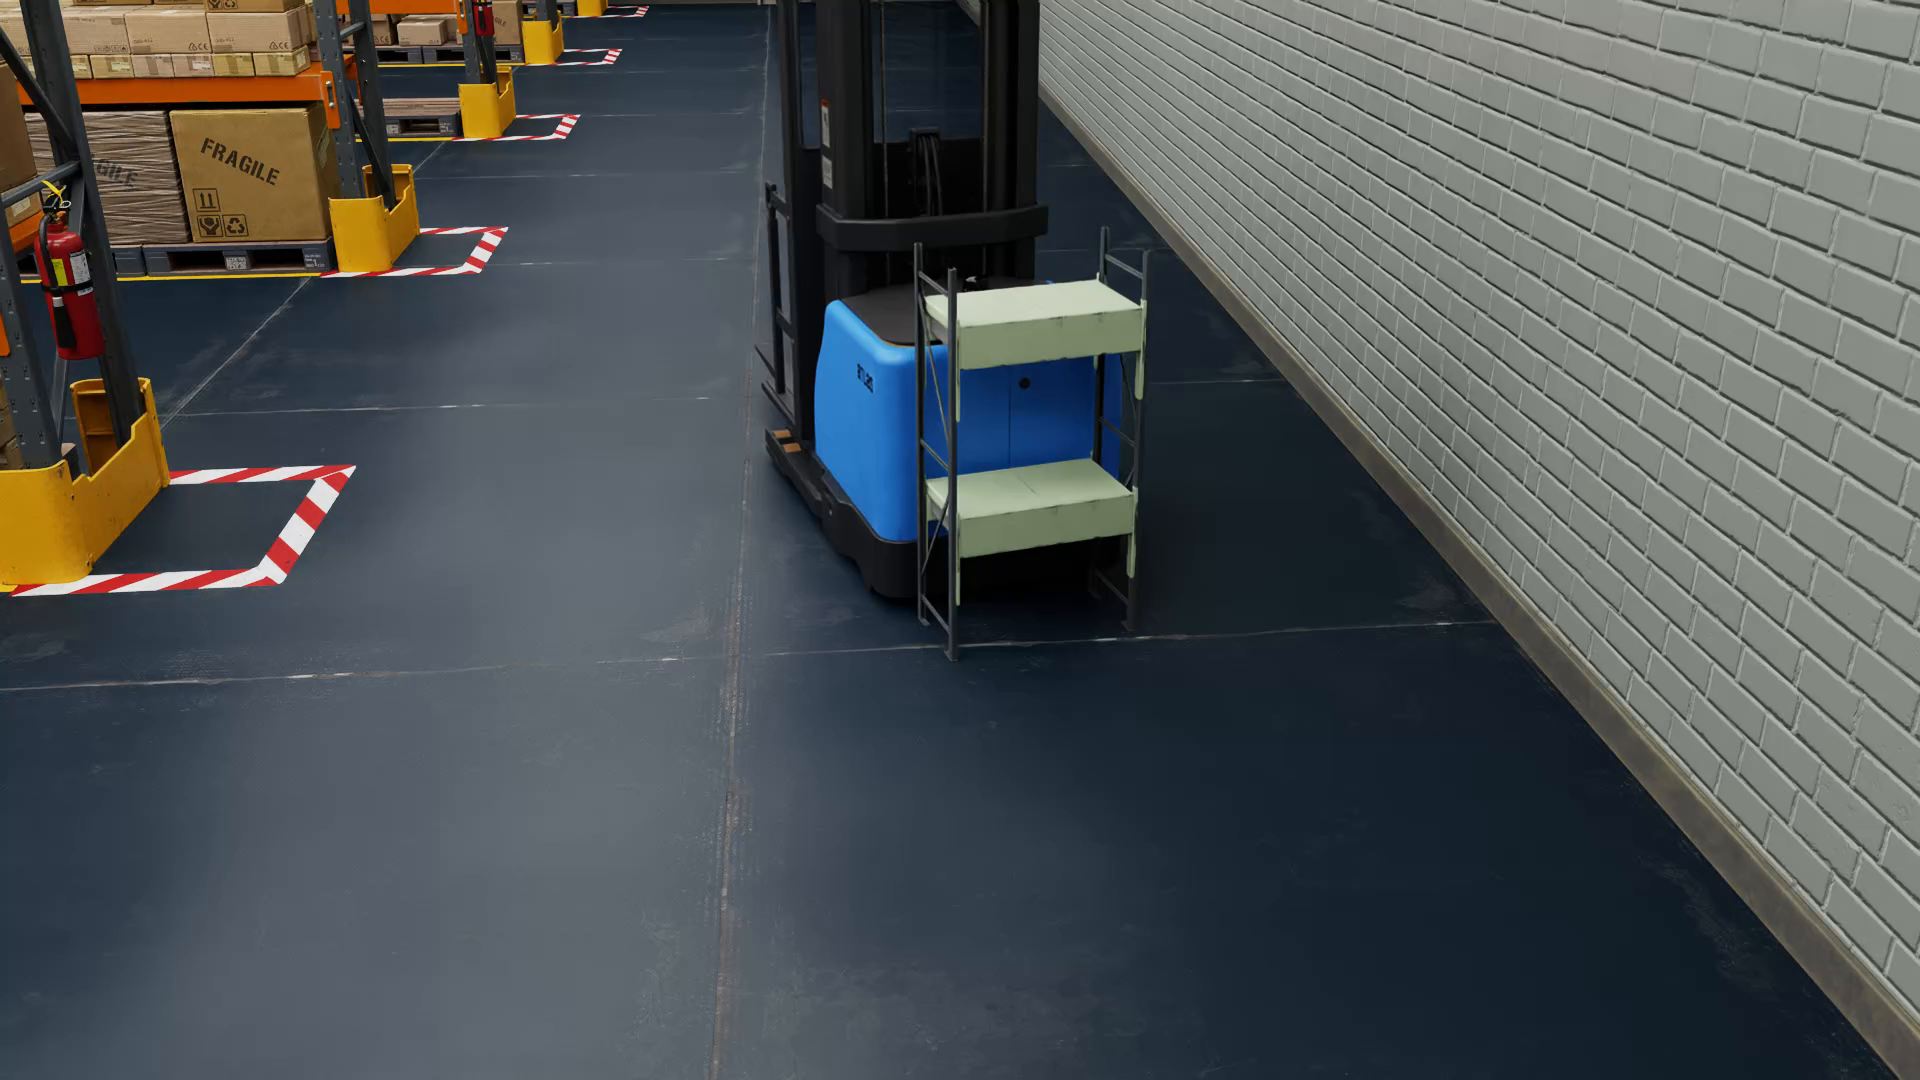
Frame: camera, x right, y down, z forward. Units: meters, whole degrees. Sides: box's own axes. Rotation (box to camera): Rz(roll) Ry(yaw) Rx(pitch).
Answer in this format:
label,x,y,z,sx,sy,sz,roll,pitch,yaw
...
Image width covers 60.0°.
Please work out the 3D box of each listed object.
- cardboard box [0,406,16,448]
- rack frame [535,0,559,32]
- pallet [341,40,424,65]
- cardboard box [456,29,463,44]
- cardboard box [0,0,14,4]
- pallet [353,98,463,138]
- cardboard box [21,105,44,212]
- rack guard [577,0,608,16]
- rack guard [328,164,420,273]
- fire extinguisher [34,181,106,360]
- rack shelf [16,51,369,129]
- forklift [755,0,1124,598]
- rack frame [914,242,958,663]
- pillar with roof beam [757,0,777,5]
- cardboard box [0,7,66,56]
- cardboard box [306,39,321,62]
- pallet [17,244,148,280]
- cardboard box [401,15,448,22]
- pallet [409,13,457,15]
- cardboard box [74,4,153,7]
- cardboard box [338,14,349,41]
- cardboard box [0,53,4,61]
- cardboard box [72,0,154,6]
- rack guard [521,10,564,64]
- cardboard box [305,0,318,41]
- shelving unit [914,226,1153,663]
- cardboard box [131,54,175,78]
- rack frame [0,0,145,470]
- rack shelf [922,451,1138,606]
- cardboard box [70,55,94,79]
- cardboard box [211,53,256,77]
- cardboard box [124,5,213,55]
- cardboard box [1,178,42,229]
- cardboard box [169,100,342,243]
label,x,y,z,sx,sy,sz,roll,pitch,yaw
cardboard box,-4.324,-0.535,7.388,0.250,0.149,0.380,-1,24,-3
rack frame,-5.134,-7.440,20.297,0.127,3.000,1.000,-2,24,-5
pallet,-7.214,-6.083,20.677,1.213,0.211,1.003,-2,24,-5
cardboard box,-6.063,-6.246,20.555,0.250,0.166,0.380,-2,24,-5
cardboard box,-6.709,-3.510,11.272,0.500,0.250,0.500,-2,24,-4
pallet,-5.476,-4.147,16.320,1.213,0.211,1.003,-2,24,-5
cardboard box,-6.585,-2.527,11.342,0.875,0.875,0.875,-2,24,-5
rack guard,-5.601,-8.301,25.311,0.348,0.500,1.175,-2,24,-5
rack guard,-4.140,-2.295,11.798,0.348,0.500,1.175,-2,24,-5
fire extinguisher,-3.481,-1.045,6.463,0.183,0.674,0.296,-2,24,-5
rack shelf,-6.155,-3.028,11.254,4.000,0.370,1.077,-2,24,-5
forklift,-0.304,-1.682,7.426,1.130,2.935,3.031,-8,25,-18
rack frame,-0.088,-0.303,6.084,0.023,1.500,0.400,-8,25,-18
pillar with roof beam,-2.600,-10.901,20.697,0.400,9.000,9.100,-2,24,-5
cardboard box,-6.150,-3.314,10.832,0.500,0.250,0.500,-2,24,-5
cardboard box,-4.550,-3.441,11.607,0.250,0.149,0.380,-2,24,-5
pallet,-6.164,-2.051,11.605,1.213,0.211,1.003,-2,24,-5
cardboard box,-6.698,-6.438,20.885,0.500,0.250,0.500,-2,24,-5
pallet,-7.624,-8.057,25.118,1.213,0.211,1.003,-2,24,-5
cardboard box,-5.685,-3.552,11.366,0.500,0.250,0.500,-3,24,-7
cardboard box,-7.829,-6.421,20.771,0.500,0.311,0.500,-2,24,-5
cardboard box,-4.250,-2.155,6.686,0.500,0.500,0.500,-2,24,-5
cardboard box,-5.681,-3.893,11.211,0.500,0.500,0.500,-3,24,-7
rack guard,-5.210,-6.295,20.798,0.348,0.500,1.175,-2,24,-5
cardboard box,-4.668,-3.594,11.460,0.500,0.250,0.500,-3,24,-7
shelving unit,0.257,-0.353,6.198,0.755,1.500,0.431,-8,25,-18
cardboard box,-5.244,-3.144,10.939,0.250,0.149,0.380,-2,24,-4
rack frame,-3.777,-1.427,6.768,0.127,3.000,1.000,-2,24,-5
rack shelf,0.257,-0.055,6.330,0.720,0.370,0.431,-8,25,-18
cardboard box,-5.761,-3.122,10.891,0.250,0.149,0.380,-2,24,-5
cardboard box,-4.745,-3.163,10.983,0.250,0.149,0.380,-2,24,-5
cardboard box,-5.125,-3.357,10.928,0.500,0.250,0.500,-3,24,-6
cardboard box,-4.132,-1.432,7.088,0.250,0.149,0.380,-2,24,-6
cardboard box,-4.793,-2.599,11.504,0.875,0.875,0.875,-2,24,-5
